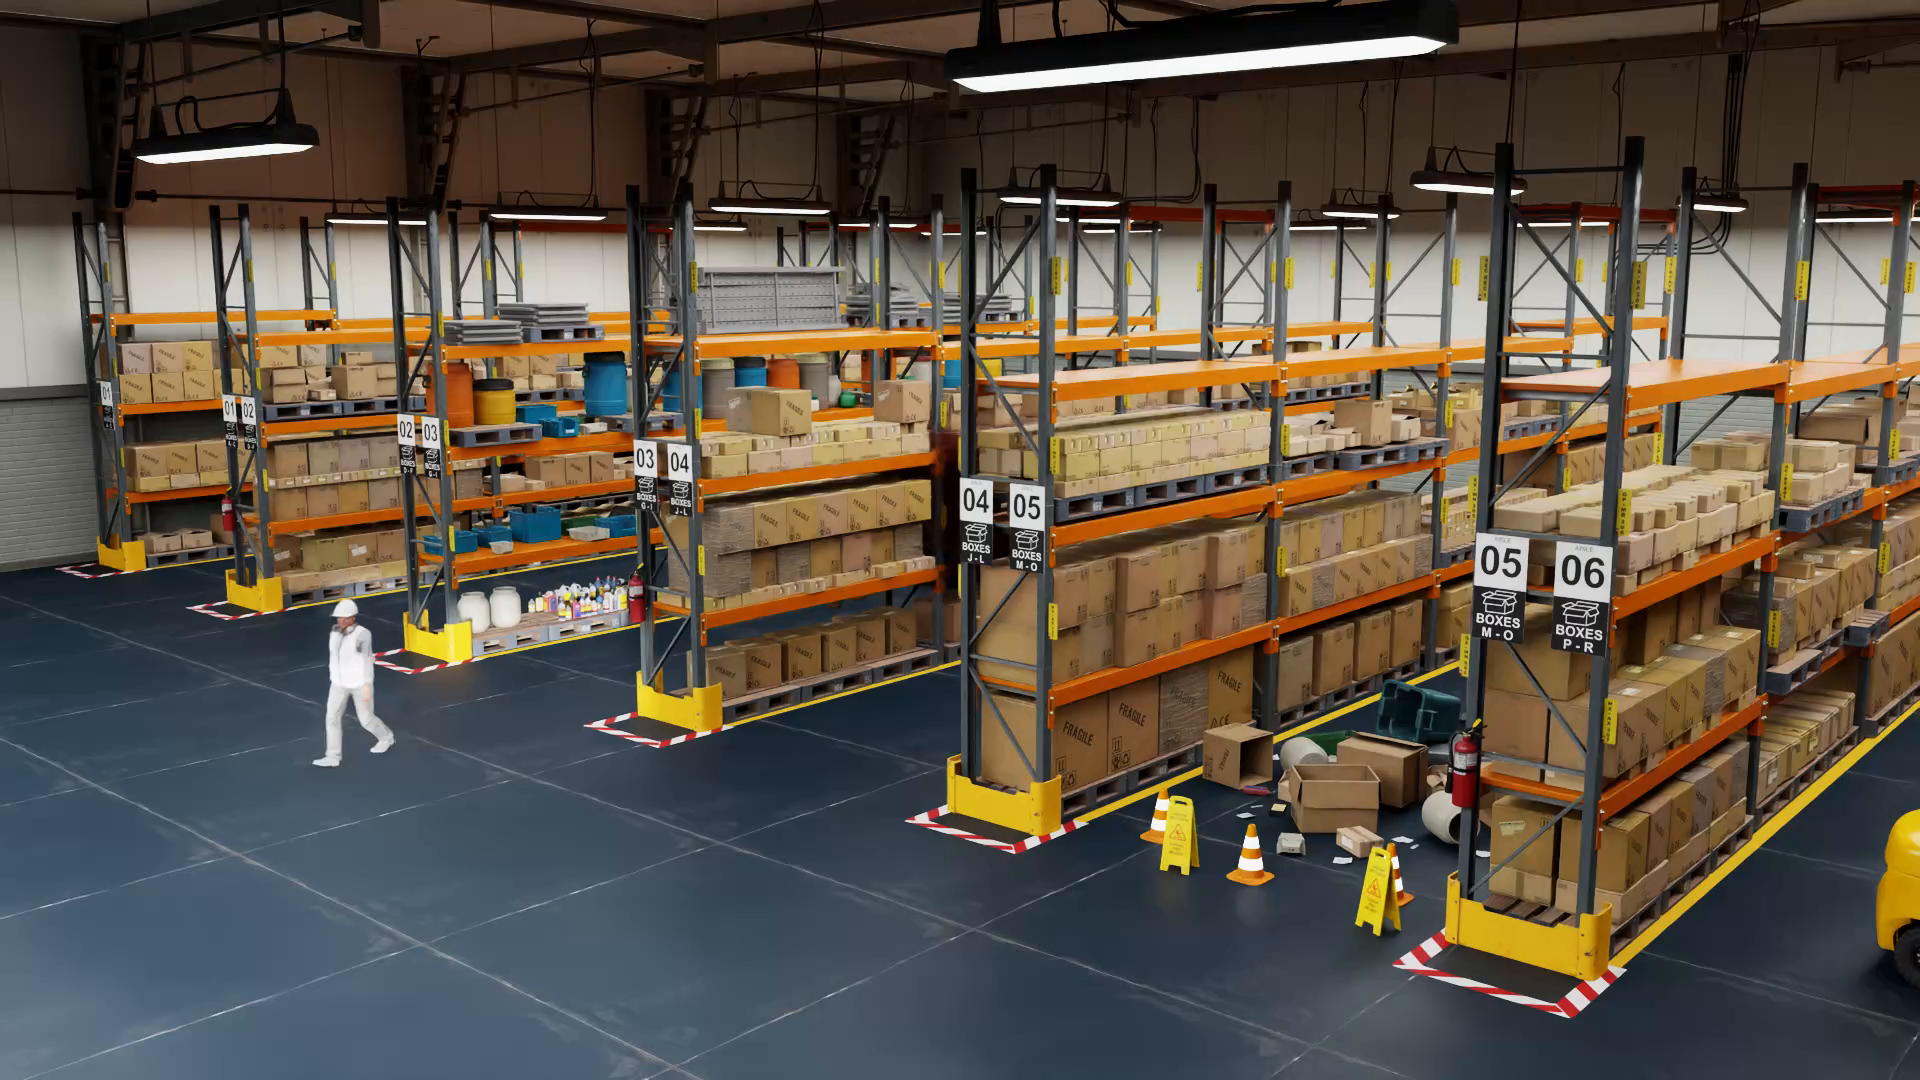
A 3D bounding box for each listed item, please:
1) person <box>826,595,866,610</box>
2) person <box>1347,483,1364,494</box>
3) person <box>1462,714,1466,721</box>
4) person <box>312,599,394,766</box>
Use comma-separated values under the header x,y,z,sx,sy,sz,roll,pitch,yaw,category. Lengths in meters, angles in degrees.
x,y,z,sx,sy,sz,roll,pitch,yaw,category
-1.634,0.084,23.597,0.593,1.736,1.035,7,12,34,person
6.308,-0.154,26.864,0.491,1.765,0.593,0,9,-2,person
6.094,1.224,18.881,0.643,1.683,0.693,4,10,22,person
-6.316,1.466,17.281,0.535,1.754,0.853,3,10,16,person
